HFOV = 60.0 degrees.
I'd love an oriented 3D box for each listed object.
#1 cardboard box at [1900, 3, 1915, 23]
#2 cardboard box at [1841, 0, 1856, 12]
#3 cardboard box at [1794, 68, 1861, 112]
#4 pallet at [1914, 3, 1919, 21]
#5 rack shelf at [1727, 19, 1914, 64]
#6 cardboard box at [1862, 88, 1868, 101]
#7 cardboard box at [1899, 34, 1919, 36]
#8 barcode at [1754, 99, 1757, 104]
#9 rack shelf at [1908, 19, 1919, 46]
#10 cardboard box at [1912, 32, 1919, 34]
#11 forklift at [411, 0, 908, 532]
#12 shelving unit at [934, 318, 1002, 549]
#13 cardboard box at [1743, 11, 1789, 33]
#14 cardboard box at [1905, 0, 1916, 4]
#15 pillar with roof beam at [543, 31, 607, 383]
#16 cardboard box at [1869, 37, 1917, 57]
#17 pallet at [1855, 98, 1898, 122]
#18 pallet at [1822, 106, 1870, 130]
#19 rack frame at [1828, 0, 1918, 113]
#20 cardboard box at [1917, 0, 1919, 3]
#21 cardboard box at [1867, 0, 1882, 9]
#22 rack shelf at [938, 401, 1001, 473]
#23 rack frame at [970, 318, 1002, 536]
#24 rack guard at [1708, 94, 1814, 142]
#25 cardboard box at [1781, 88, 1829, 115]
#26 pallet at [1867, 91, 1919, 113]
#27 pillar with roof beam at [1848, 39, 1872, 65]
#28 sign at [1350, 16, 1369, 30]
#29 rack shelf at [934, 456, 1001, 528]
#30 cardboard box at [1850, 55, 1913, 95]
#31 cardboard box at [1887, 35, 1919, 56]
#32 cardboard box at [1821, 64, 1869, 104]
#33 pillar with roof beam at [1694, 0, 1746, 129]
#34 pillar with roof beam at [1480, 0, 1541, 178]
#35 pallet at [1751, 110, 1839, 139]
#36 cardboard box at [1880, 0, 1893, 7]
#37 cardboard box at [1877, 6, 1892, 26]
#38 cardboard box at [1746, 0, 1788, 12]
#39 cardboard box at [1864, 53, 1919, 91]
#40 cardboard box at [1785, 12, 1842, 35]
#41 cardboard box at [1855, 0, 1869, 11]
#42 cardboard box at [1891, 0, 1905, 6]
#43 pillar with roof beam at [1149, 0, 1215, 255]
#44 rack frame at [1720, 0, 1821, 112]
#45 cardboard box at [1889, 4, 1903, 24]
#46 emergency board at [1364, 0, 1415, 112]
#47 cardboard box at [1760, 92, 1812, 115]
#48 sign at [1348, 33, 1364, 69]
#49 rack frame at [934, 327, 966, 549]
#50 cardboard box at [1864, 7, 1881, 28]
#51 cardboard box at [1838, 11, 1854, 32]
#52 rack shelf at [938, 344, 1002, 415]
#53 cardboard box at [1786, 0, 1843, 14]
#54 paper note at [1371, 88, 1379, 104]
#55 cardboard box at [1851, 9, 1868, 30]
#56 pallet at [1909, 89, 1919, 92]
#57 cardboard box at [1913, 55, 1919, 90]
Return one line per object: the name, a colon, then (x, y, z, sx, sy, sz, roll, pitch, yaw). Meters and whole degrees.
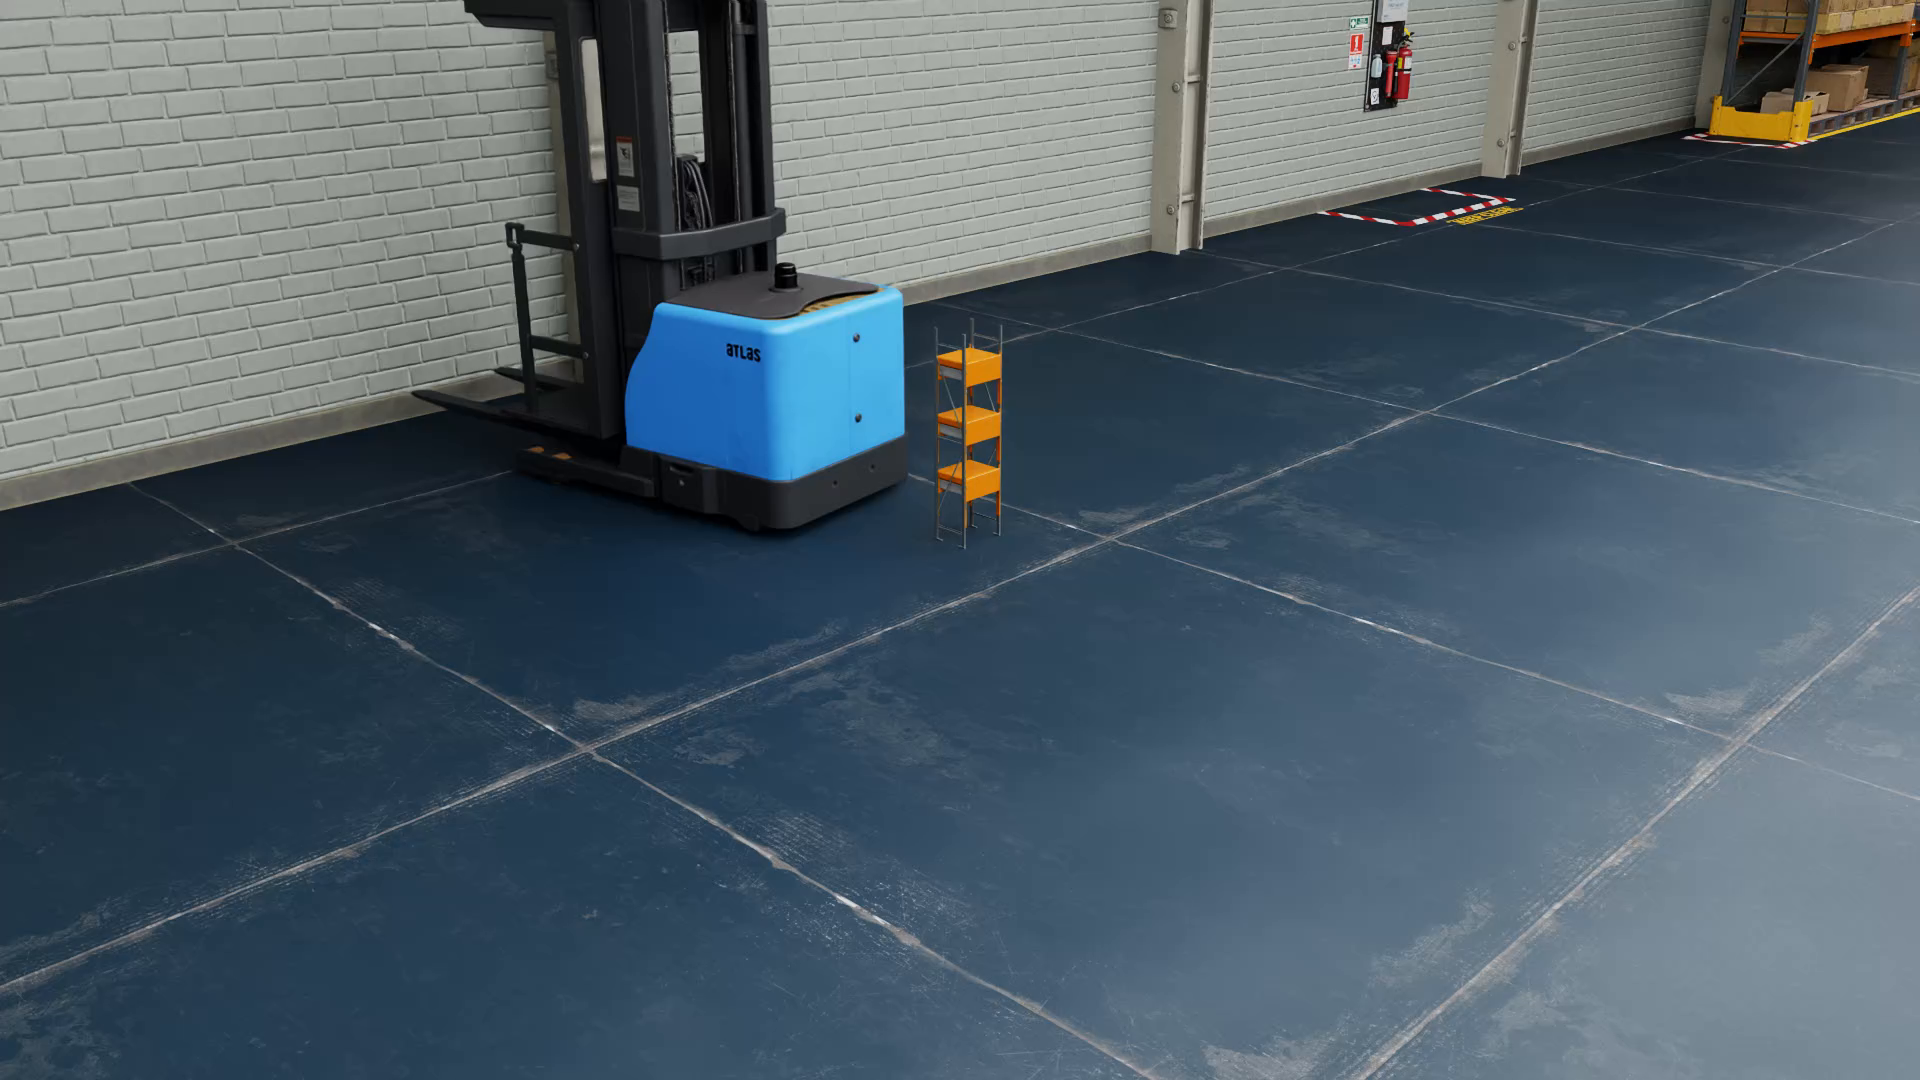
cardboard box: (13.101, -7.451, 23.461, 0.500, 0.250, 0.500, 19, 28, 41)
cardboard box: (11.324, -7.143, 21.613, 0.500, 0.500, 0.500, 19, 28, 41)
cardboard box: (11.916, -6.198, 22.890, 0.700, 0.500, 0.500, 17, 27, 37)
pallet: (13.852, -7.780, 24.402, 1.003, 0.211, 1.213, 19, 28, 41)
rack shelf: (11.819, -6.860, 22.743, 1.077, 0.370, 4.000, 19, 28, 41)
cardboard box: (12.863, -6.447, 24.004, 0.380, 0.166, 0.250, 15, 26, 34)
cardboard box: (14.742, -7.664, 25.659, 0.500, 0.250, 0.500, 19, 28, 40)
barcode: (10.697, -5.896, 22.355, 0.001, 0.075, 0.075, 19, 28, 41)
rack shelf: (14.610, -7.888, 25.418, 1.077, 0.370, 4.000, 19, 28, 41)
cardboard box: (15.097, -7.797, 26.006, 0.500, 0.250, 0.500, -20, 28, -41)
forklift: (-1.771, -1.804, 8.682, 3.031, 2.935, 1.130, 14, 25, 32)
shelving unit: (0.037, -0.504, 7.922, 0.215, 1.050, 0.252, 19, 28, 41)
cardboard box: (10.611, -6.789, 21.739, 0.500, 0.250, 0.500, -20, 28, -41)
cardboard box: (13.106, -7.800, 23.323, 0.500, 0.500, 0.500, 19, 28, 41)
pillar with roof beam: (0.820, -4.174, 6.390, 9.100, 9.000, 0.400, 19, 28, 41)
cardboard box: (14.021, -7.406, 24.986, 0.500, 0.250, 0.500, 19, 28, 40)
pallet: (12.771, -6.226, 23.980, 1.003, 0.211, 1.213, 19, 28, 41)
pallet: (11.920, -5.911, 23.160, 1.003, 0.211, 1.213, 19, 28, 41)
rack frame: (13.214, -7.710, 23.952, 1.000, 3.000, 0.127, 19, 28, 41)
cardboard box: (13.594, -8.084, 24.173, 0.700, 0.500, 0.500, 19, 28, 41)
cardboard box: (12.041, -7.410, 22.307, 0.500, 0.500, 0.500, -19, 28, -40)
rack shelf: (0.037, -0.494, 7.926, 0.215, 0.259, 0.240, 19, 28, 41)
rack frame: (0.122, -0.535, 8.004, 0.200, 1.050, 0.008, 19, 28, 41)
rack guard: (10.477, -5.534, 21.776, 1.175, 0.500, 0.348, 19, 28, 41)
cardboard box: (11.369, -5.933, 22.465, 0.500, 0.311, 0.500, -17, 27, -38)
pallet: (13.757, -6.608, 24.974, 1.003, 0.211, 1.213, 19, 28, 41)
pillar with roof beam: (17.563, -10.343, 22.441, 9.100, 9.000, 0.400, 19, 28, 41)
sign: (3.906, -5.056, 16.261, 0.001, 0.109, 0.331, 19, 28, 41)
rack shelf: (0.037, -0.234, 8.025, 0.215, 0.259, 0.240, 19, 28, 41)
cardboard box: (13.716, -6.941, 24.824, 0.500, 0.500, 0.700, -19, 28, -40)
cardboard box: (14.381, -7.540, 25.337, 0.500, 0.250, 0.500, 18, 28, 39)
cardboard box: (12.519, -6.471, 23.601, 0.500, 0.500, 0.500, 17, 27, 37)
pillar with roof beam: (13.377, -8.801, 18.428, 9.100, 9.000, 0.400, 19, 28, 41)
pillar with roof beam: (9.191, -7.258, 14.416, 9.100, 9.000, 0.400, 19, 28, 41)
pallet: (11.069, -5.599, 22.348, 1.003, 0.211, 1.213, 19, 28, 41)
cardboard box: (12.403, -7.543, 22.656, 0.500, 0.500, 0.500, 18, 28, 39)
cardboard box: (12.408, -7.192, 22.787, 0.500, 0.250, 0.500, 19, 28, 40)
cardboard box: (10.601, -7.145, 21.619, 0.500, 0.500, 0.500, 19, 28, 40)
cardboard box: (14.041, -7.087, 25.203, 0.700, 0.500, 0.500, 19, 28, 40)
cardboard box: (10.992, -6.667, 21.419, 0.500, 0.250, 0.500, 18, 28, 39)
cardboard box: (11.689, -7.274, 21.954, 0.500, 0.500, 0.500, 18, 27, 39)
cardboard box: (12.762, -7.670, 22.985, 0.500, 0.500, 0.500, 19, 28, 40)
pillar with roof beam: (5.006, -5.716, 10.403, 9.100, 9.000, 0.400, 19, 28, 41)
rack frame: (10.424, -6.681, 21.277, 1.000, 3.000, 0.127, 19, 28, 41)
cardboard box: (12.748, -7.325, 23.133, 0.500, 0.250, 0.500, 19, 28, 41)
emergency board: (4.356, -4.910, 16.667, 0.194, 1.169, 0.643, 19, 28, 41)
cardboard box: (10.971, -5.787, 22.084, 0.500, 0.311, 0.500, 15, 26, 35)
sign: (3.896, -4.810, 16.358, 0.001, 0.329, 0.234, 19, 28, 41)
rack frame: (-0.048, -0.472, 7.840, 0.200, 1.050, 0.008, 19, 28, 41)
cardboard box: (12.058, -7.062, 22.449, 0.500, 0.250, 0.500, 20, 28, 41)
cardboard box: (11.344, -6.804, 21.776, 0.500, 0.250, 0.500, 18, 28, 39)
rack shelf: (0.037, -0.759, 7.824, 0.215, 0.259, 0.240, 19, 28, 41)
cardboard box: (10.972, -7.018, 21.289, 0.500, 0.500, 0.500, 19, 28, 41)
paper note: (4.183, -4.470, 16.752, 0.016, 0.148, 0.142, 19, 28, 41)
cardboard box: (11.704, -6.933, 22.113, 0.500, 0.250, 0.500, 19, 28, 40)
pallet: (14.608, -6.924, 25.793, 1.003, 0.211, 1.213, 19, 28, 41)
cardboard box: (14.425, -7.208, 25.517, 0.700, 0.500, 0.500, 20, 28, 41)
